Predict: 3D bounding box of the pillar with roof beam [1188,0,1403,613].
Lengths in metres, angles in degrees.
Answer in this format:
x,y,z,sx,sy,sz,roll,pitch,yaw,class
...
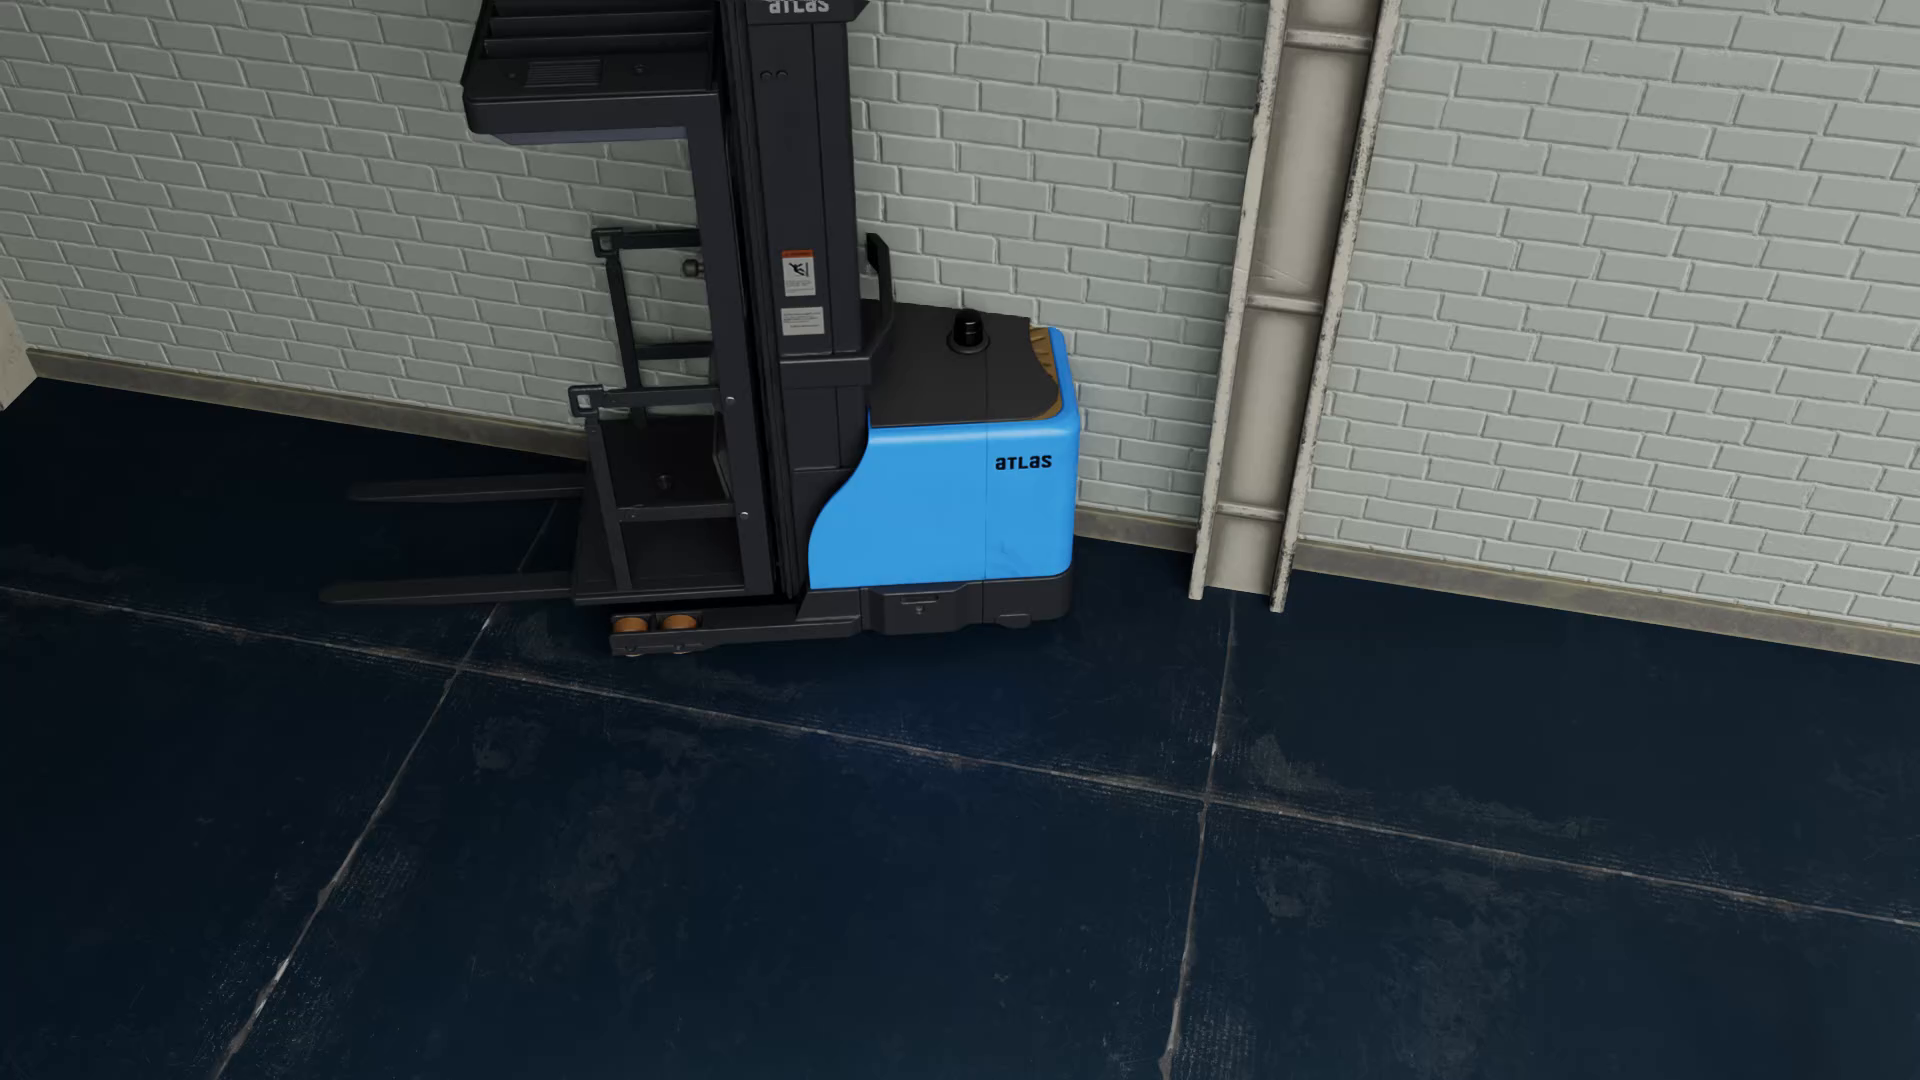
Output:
x,y,z,sx,sy,sz,roll,pitch,yaw,class
0.239,-0.161,0.888,0.400,9.000,9.100,9,45,9,pillar with roof beam

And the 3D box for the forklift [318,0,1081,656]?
x,y,z,sx,sy,sz,roll,pitch,yaw,class
-1.081,-0.968,6.102,3.031,2.935,1.130,-3,44,-3,forklift

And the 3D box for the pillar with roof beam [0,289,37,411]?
x,y,z,sx,sy,sz,roll,pitch,yaw,class
-5.616,-1.069,1.832,0.400,9.000,9.100,9,45,9,pillar with roof beam
